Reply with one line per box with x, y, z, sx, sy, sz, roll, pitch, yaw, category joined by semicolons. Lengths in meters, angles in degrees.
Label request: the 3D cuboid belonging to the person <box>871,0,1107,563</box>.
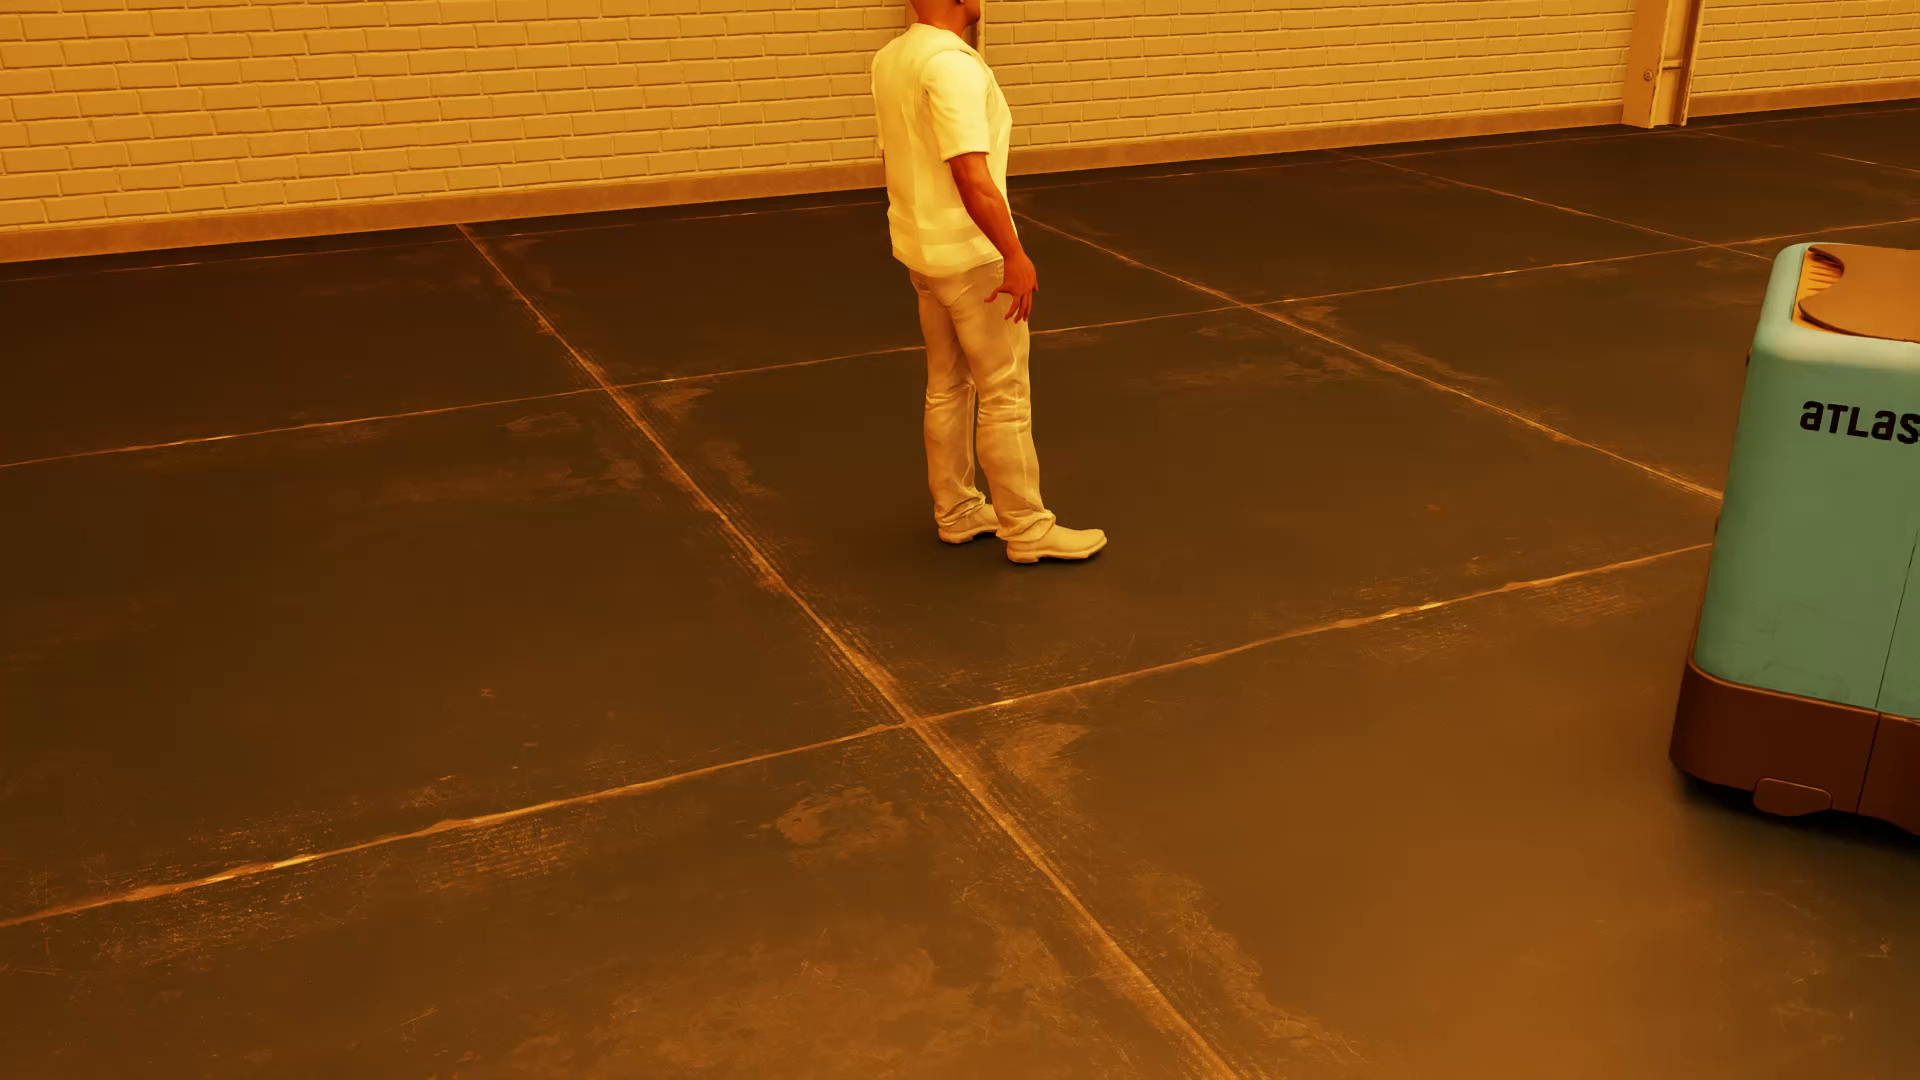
0.066;-0.832;4.789;0.575;1.768;0.666;-10;25;-23;person

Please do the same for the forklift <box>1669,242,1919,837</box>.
3.146;-0.686;2.937;3.031;2.935;1.130;11;25;25;forklift
